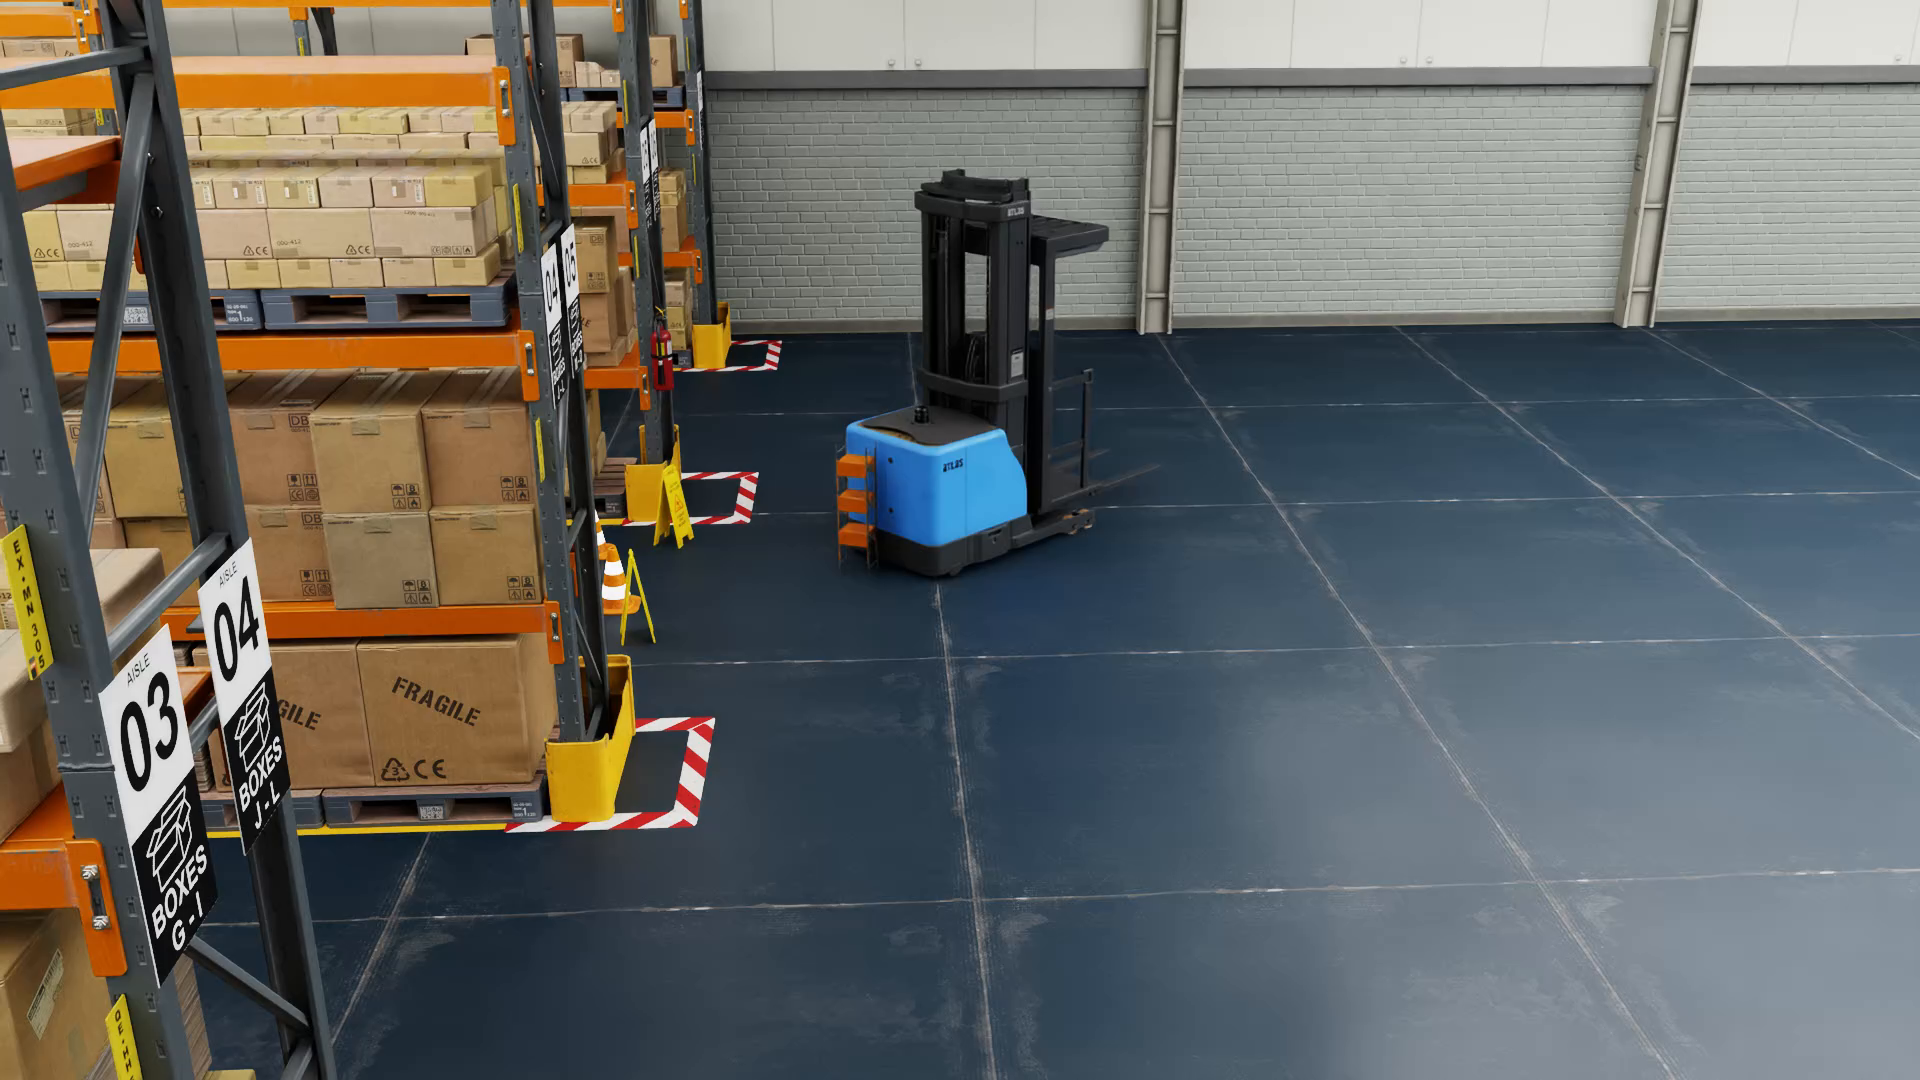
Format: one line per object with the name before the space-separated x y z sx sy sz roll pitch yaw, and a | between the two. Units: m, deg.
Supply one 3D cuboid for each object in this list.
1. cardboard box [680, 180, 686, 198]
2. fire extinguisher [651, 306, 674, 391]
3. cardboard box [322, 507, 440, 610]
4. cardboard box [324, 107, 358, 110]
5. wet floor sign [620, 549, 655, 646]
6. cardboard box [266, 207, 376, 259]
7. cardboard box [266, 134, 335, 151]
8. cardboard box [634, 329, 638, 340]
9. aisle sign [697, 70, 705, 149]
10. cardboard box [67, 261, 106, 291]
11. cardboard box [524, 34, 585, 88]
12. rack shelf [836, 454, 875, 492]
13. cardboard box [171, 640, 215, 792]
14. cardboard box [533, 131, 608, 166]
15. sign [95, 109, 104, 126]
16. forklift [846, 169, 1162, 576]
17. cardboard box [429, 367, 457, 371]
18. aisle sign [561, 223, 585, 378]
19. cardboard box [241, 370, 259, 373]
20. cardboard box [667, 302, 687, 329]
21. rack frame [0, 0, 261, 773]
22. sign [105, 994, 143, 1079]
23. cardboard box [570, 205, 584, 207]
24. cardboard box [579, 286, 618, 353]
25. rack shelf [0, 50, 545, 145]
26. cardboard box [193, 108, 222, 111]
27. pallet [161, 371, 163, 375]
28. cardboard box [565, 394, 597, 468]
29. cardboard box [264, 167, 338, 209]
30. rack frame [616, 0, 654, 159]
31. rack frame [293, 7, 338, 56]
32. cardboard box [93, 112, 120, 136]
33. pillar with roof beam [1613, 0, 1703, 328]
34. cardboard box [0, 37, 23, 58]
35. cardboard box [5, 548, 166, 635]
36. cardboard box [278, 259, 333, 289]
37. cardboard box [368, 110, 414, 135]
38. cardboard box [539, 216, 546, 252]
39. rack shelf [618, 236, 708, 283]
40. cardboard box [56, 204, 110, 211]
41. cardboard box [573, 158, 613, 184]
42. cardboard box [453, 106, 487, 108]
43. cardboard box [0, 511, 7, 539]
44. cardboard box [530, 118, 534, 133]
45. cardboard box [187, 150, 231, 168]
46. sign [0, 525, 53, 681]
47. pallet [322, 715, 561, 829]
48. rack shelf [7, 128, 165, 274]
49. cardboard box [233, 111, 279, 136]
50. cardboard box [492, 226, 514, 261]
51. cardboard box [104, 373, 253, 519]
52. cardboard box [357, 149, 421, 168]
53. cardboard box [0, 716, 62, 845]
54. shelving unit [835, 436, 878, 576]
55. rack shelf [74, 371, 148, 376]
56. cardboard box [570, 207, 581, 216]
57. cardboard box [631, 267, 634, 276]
cardboard box | -3.230 -3.965 18.767 0.250 0.149 0.380 -2 21 -4
fire extinguisher | -2.449 -1.569 13.635 0.183 0.674 0.296 -1 21 -3
cardboard box | -3.122 -0.038 9.293 0.550 0.550 0.875 -1 21 -3
cardboard box | -4.988 -3.476 13.553 0.250 0.149 0.380 -1 21 -2
wet floor sign | -2.290 0.386 11.700 0.232 0.644 0.267 -5 21 -12
cardboard box | -3.178 -1.605 8.466 0.500 0.250 0.500 -1 21 -3
cardboard box | -5.113 -3.087 13.090 0.500 0.250 0.500 -1 21 -3
cardboard box | -3.825 -2.312 18.753 0.500 0.250 0.500 -1 21 -3
aisle sign | -2.794 -4.641 17.943 0.004 0.787 0.394 -1 21 -3
cardboard box | -4.298 -1.374 8.420 0.250 0.149 0.380 -1 21 -2
cardboard box | -4.333 -5.140 17.820 0.500 0.500 0.700 -1 21 -3
rack shelf | -0.792 -0.512 12.722 0.240 0.259 0.215 7 22 18
cardboard box | -4.668 0.860 9.541 0.875 0.875 0.875 -1 21 -3
cardboard box | -3.085 -3.131 13.206 0.500 0.250 0.500 -1 21 -4
sign | -6.548 -3.316 12.618 0.005 0.325 0.100 -1 21 -3
forklift | 0.488 -1.526 13.510 1.130 2.935 3.031 19 28 41
cardboard box | -4.224 -1.515 13.736 0.250 0.149 0.380 -1 21 -4
aisle sign | -2.153 -1.333 9.253 0.004 0.787 0.394 -1 21 -3
cardboard box | -5.738 -1.500 13.698 0.250 0.149 0.380 -1 21 -3
cardboard box | -3.345 -2.554 18.684 0.500 0.250 0.500 -1 21 -4
rack frame | -2.024 -1.050 3.731 0.127 3.000 1.000 -1 21 -3
sign | -2.012 1.263 4.017 0.005 0.325 0.100 -1 21 -3
cardboard box | -4.235 -3.750 18.204 0.250 0.149 0.380 -2 21 -5
cardboard box | -3.116 -1.843 13.688 0.500 0.500 0.500 -2 21 -4
rack shelf | -4.203 -2.250 8.457 4.000 0.370 1.077 -1 21 -3
cardboard box | -6.024 -3.459 13.507 0.250 0.149 0.380 -2 21 -4
pallet | -8.824 -2.090 18.815 1.213 0.211 1.003 -1 21 -3
cardboard box | -3.375 -0.919 14.040 0.500 0.500 0.500 -1 21 -3
cardboard box | -3.287 -1.767 8.333 0.250 0.149 0.380 -1 21 -2
rack frame | -2.590 -4.570 12.977 0.127 3.000 1.000 -1 21 -3
rack frame | -6.870 -6.252 17.395 0.127 3.000 1.000 -1 21 -3
cardboard box | -7.189 -3.344 13.593 0.500 0.250 0.500 -2 21 -5
pillar with roof beam | 8.603 -5.354 15.036 0.400 9.000 9.100 -1 21 -3
cardboard box | -10.127 -4.987 17.416 0.500 0.500 0.500 -1 21 -3
cardboard box | -2.312 0.159 4.421 0.250 0.149 0.380 -1 21 -3
cardboard box | -3.279 -1.395 8.476 0.250 0.149 0.380 -1 21 -3
cardboard box | -4.440 -3.269 13.007 0.250 0.149 0.380 -1 21 -2
cardboard box | -3.593 -2.324 13.545 0.500 0.500 0.700 -1 21 -3
rack shelf | -4.873 -3.153 18.697 4.000 0.370 1.077 -1 21 -3
cardboard box | -4.298 -1.746 8.278 0.250 0.149 0.380 -1 21 -3
cardboard box | -2.930 -2.944 13.276 0.250 0.149 0.380 -1 21 -3
cardboard box | -3.957 -3.477 13.555 0.250 0.149 0.380 -1 21 -3
cardboard box | -5.284 -0.030 9.273 0.550 0.550 0.875 -1 21 -3
cardboard box | -3.424 -3.308 13.112 0.250 0.149 0.380 -1 21 -4
cardboard box | -4.082 -1.986 8.907 0.250 0.149 0.380 -1 21 -2
sign | -2.012 0.136 3.588 0.005 0.325 0.100 -1 21 -3
pallet | -3.000 1.337 9.812 1.213 0.211 1.003 -1 21 -3
rack shelf | -4.021 -0.671 3.753 4.000 0.370 1.077 -1 21 -3
cardboard box | -5.464 -3.246 12.949 0.250 0.149 0.380 -1 21 -3
cardboard box | -2.567 -1.644 9.131 0.250 0.149 0.380 -1 21 -3
cardboard box | -4.211 -0.527 9.061 0.500 0.550 0.875 -1 21 -3
cardboard box | -3.063 -2.006 8.961 0.250 0.149 0.380 -1 21 -4
cardboard box | -2.491 0.522 4.029 0.500 0.250 0.500 -1 21 -2
shelving unit | -0.792 -0.257 12.820 0.252 1.050 0.215 7 22 18
rack shelf | -8.580 -1.308 13.853 4.000 0.370 1.077 -1 21 -3
cardboard box | -4.383 -3.455 18.340 0.500 0.500 0.500 -2 21 -4
cardboard box | -3.866 -2.954 19.033 0.500 0.250 0.500 -1 21 -3
